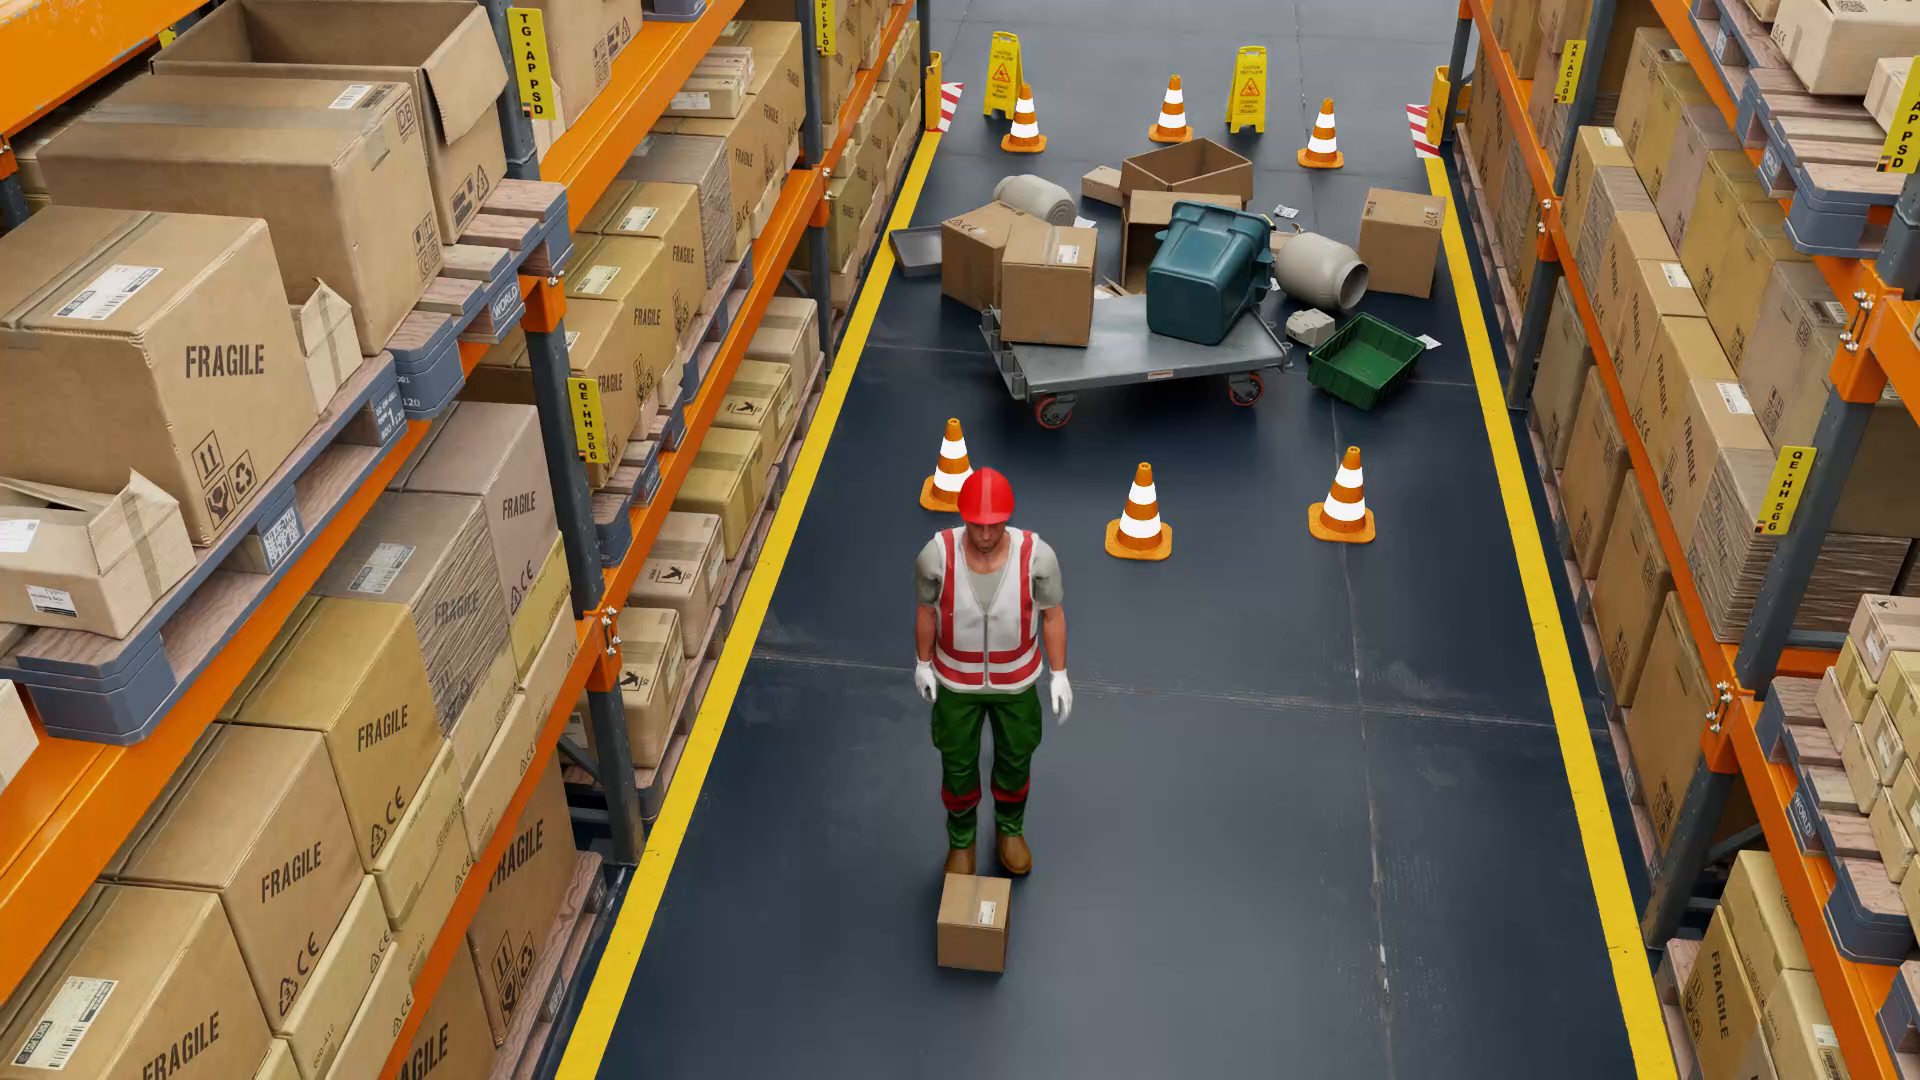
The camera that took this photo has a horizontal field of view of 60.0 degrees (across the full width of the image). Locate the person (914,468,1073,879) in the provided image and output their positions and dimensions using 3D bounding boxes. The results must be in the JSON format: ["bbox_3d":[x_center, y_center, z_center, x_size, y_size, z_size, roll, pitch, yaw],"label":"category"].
[{"bbox_3d":[0.125,0.543,6.242,0.599,1.814,0.429,0,36,0],"label":"person"}]
